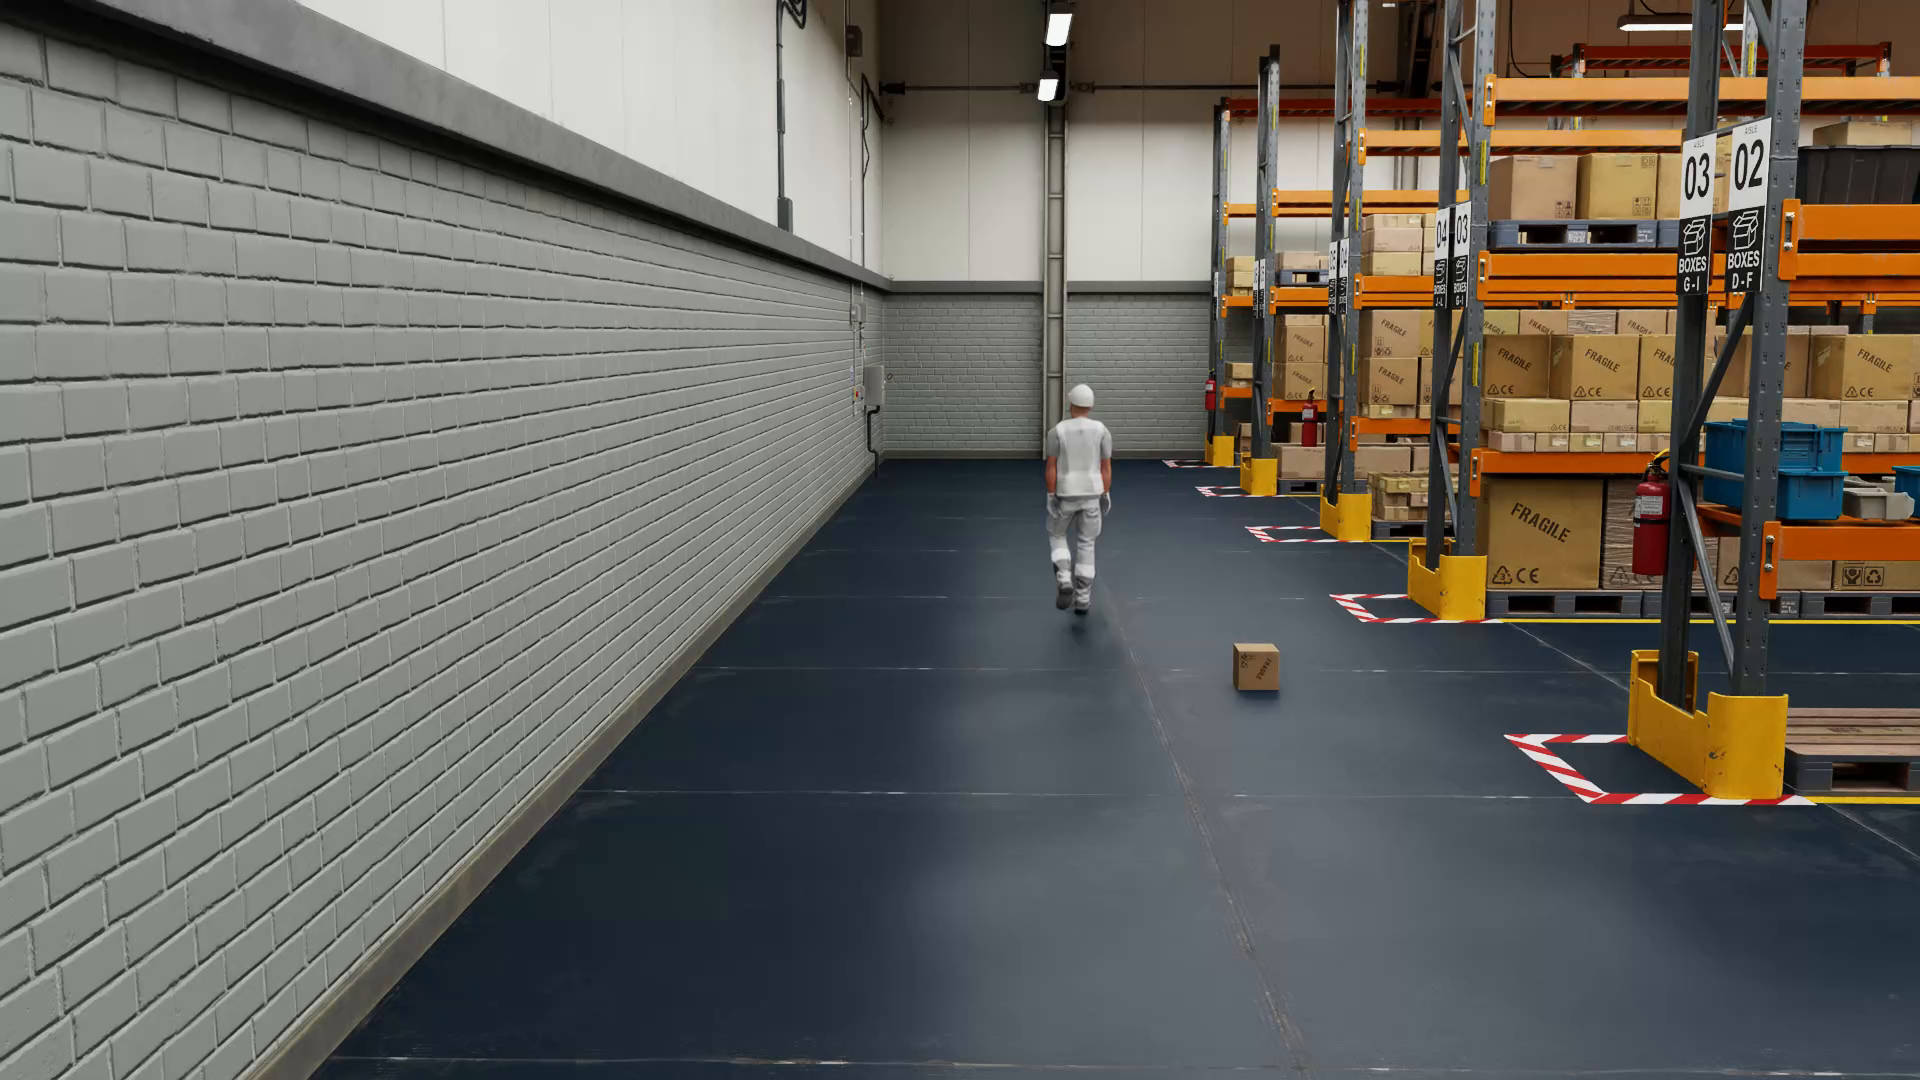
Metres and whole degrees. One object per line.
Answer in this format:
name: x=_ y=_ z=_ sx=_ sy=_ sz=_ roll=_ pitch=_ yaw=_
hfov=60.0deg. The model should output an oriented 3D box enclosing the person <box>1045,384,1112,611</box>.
person: x=0.933 y=-0.337 z=13.185 sx=0.533 sy=1.795 sz=0.448 roll=0 pitch=7 yaw=-1
